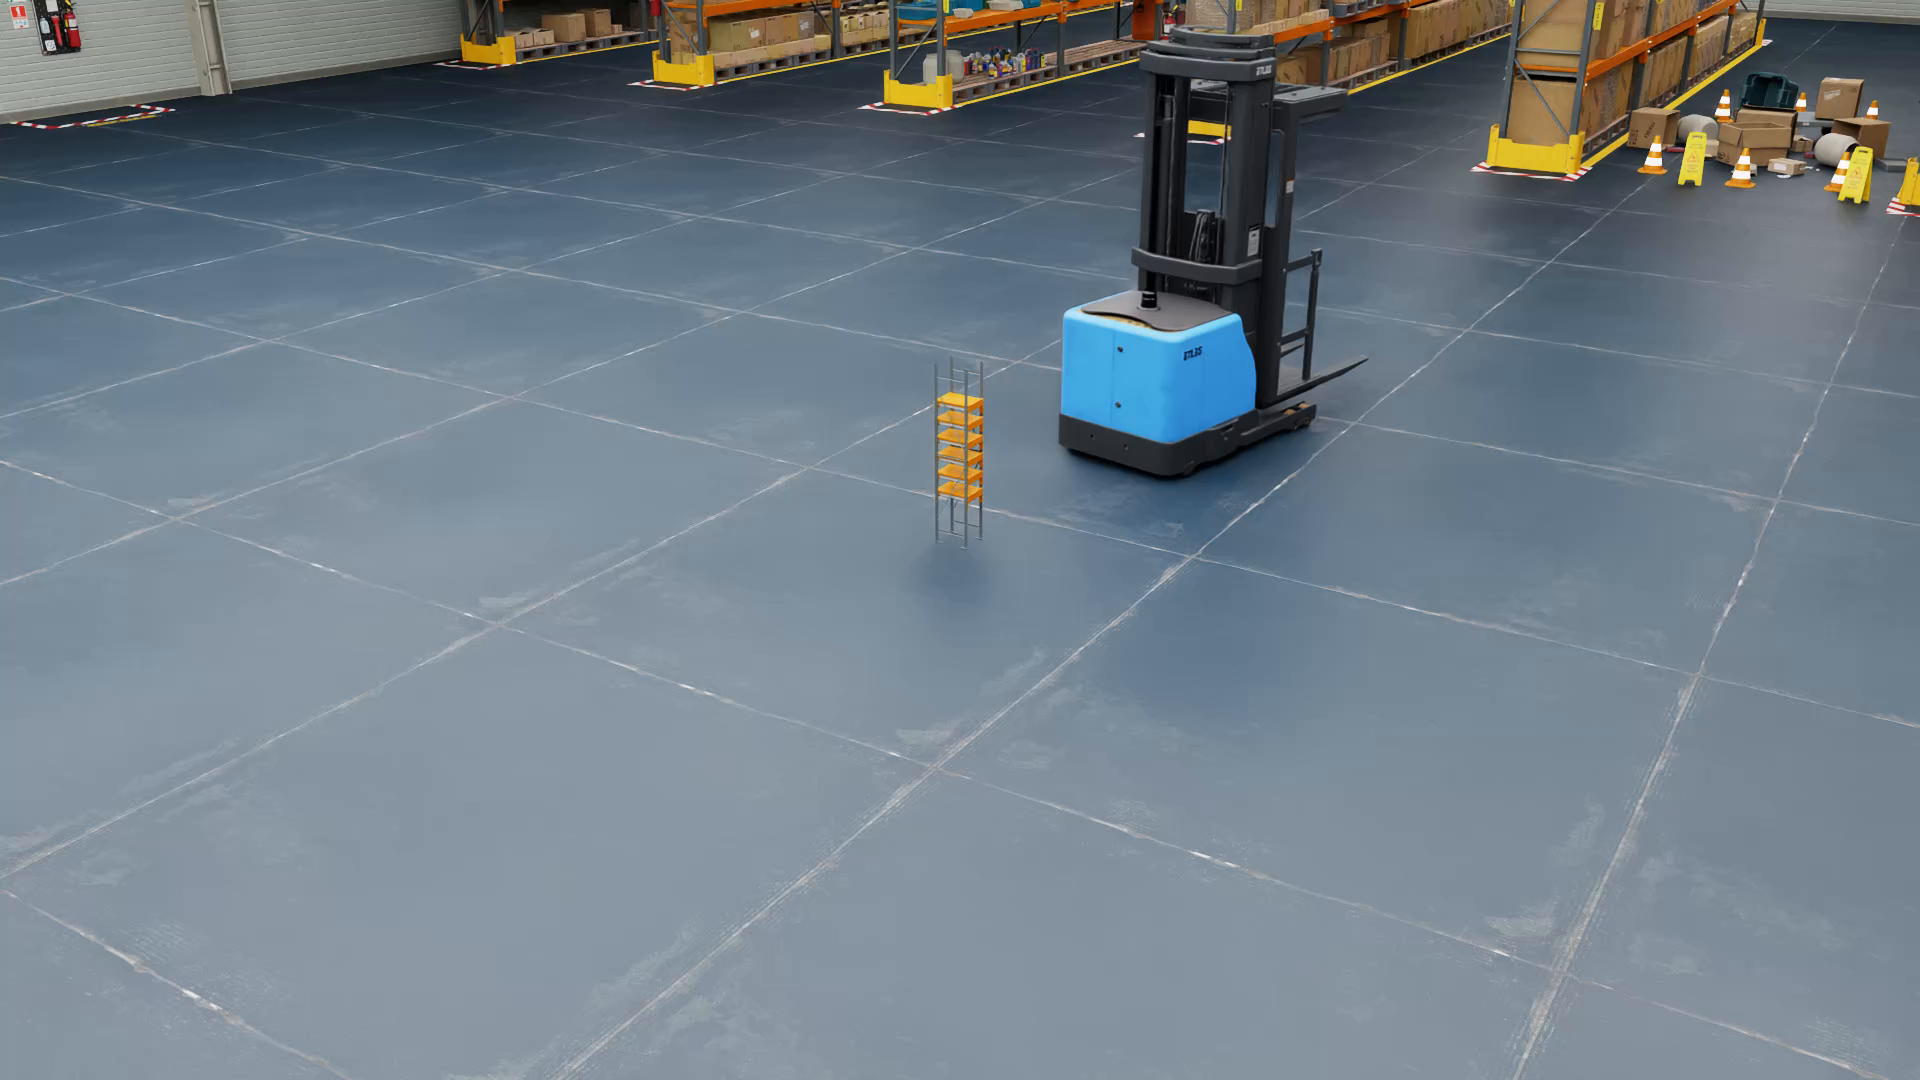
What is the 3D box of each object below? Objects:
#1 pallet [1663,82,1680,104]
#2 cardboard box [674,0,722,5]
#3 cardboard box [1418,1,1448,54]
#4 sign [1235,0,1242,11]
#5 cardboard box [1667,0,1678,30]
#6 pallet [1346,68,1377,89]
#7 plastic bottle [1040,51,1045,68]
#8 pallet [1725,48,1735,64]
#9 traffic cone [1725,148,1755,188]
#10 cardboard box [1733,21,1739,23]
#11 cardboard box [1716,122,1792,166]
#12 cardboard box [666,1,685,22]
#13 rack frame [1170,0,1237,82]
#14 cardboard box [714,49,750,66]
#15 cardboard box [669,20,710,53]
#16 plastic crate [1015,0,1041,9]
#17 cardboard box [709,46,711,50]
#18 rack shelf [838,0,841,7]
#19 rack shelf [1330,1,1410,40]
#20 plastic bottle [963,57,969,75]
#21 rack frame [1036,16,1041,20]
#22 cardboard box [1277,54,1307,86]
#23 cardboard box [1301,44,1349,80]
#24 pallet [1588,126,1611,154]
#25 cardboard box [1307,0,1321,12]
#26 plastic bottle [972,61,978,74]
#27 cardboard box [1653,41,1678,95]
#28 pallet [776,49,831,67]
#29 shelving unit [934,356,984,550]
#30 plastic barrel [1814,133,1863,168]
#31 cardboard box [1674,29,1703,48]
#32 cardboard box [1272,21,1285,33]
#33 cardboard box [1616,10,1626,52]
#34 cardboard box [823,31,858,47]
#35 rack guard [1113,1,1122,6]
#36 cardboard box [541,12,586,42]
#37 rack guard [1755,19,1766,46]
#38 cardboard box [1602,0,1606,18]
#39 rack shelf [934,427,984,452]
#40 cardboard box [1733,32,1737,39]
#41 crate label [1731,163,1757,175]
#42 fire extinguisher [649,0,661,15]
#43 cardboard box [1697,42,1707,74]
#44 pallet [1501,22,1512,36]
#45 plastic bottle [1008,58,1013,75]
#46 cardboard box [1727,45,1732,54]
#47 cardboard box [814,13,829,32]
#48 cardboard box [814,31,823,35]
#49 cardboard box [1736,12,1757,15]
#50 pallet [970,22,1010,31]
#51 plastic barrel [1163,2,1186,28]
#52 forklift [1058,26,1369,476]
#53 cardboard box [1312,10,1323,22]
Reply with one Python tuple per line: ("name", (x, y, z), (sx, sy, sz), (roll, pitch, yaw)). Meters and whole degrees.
("pallet", (11.424, -7.546, 27.915), (1.003, 0.211, 1.213), (14, 27, 29))
("cardboard box", (-4.634, -9.727, 29.318), (0.700, 0.500, 0.500), (14, 27, 29))
("cardboard box", (8.601, -9.895, 31.977), (1.225, 0.875, 0.875), (14, 27, 29))
("sign", (3.984, -7.733, 23.747), (0.100, 0.325, 0.005), (14, 27, 29))
("cardboard box", (10.831, -8.232, 25.863), (0.500, 0.500, 0.500), (14, 27, 29))
("pallet", (6.685, -8.196, 29.417), (1.003, 0.211, 1.213), (14, 27, 29))
("plastic bottle", (1.452, -8.561, 29.616), (0.061, 0.283, 0.133), (15, 28, 32))
("pallet", (14.338, -9.380, 32.153), (1.003, 0.211, 1.213), (14, 27, 29))
("traffic cone", (9.951, -4.742, 21.121), (0.336, 0.463, 0.334), (14, 27, 29))
("cardboard box", (15.054, -10.103, 32.624), (0.380, 0.149, 0.250), (13, 26, 27))
("cardboard box", (10.718, -5.350, 22.476), (0.797, 0.503, 0.637), (-3, 24, -7))
("cardboard box", (-6.387, -11.405, 35.912), (0.700, 0.500, 0.500), (13, 27, 28))
("rack frame", (3.523, -7.449, 24.182), (1.000, 3.000, 0.127), (14, 27, 29))
("cardboard box", (-4.159, -8.761, 30.145), (0.500, 0.250, 0.500), (14, 27, 29))
("cardboard box", (-4.861, -9.045, 29.856), (0.500, 0.500, 0.500), (14, 27, 29))
("plastic crate", (1.072, -9.339, 28.733), (0.499, 0.251, 0.616), (14, 27, 29))
("cardboard box", (-4.606, -8.872, 30.400), (0.500, 0.250, 0.500), (14, 27, 29))
("rack shelf", (-1.726, -11.221, 33.801), (1.077, 0.370, 4.000), (14, 27, 29))
("rack shelf", (6.688, -9.144, 29.003), (1.077, 0.370, 4.000), (14, 27, 29))
("plastic bottle", (0.068, -8.230, 28.861), (0.152, 0.276, 0.135), (14, 27, 29))
("rack frame", (1.439, -13.577, 38.336), (1.000, 3.000, 0.127), (14, 27, 29))
("cardboard box", (5.388, -7.718, 27.421), (0.500, 0.500, 0.500), (13, 27, 27))
("cardboard box", (6.243, -8.214, 28.541), (0.700, 0.500, 0.500), (14, 27, 29))
("pallet", (8.683, -5.792, 23.865), (1.003, 0.211, 1.213), (14, 27, 29))
("cardboard box", (5.343, -8.843, 26.901), (0.875, 0.500, 0.500), (14, 27, 29))
("plastic bottle", (0.257, -8.223, 28.938), (0.097, 0.201, 0.097), (0, 23, 0))
("cardboard box", (11.047, -7.754, 27.188), (1.050, 0.750, 0.750), (14, 27, 30))
("pallet", (-3.236, -9.337, 32.053), (1.003, 0.211, 1.213), (14, 27, 29))
("shelving unit", (-0.008, -0.546, 10.500), (0.258, 1.200, 0.189), (14, 27, 29))
("plastic barrel", (11.745, -5.205, 22.240), (0.421, 0.421, 0.512), (-7, 24, -17))
("cardboard box", (12.473, -8.648, 28.624), (0.500, 0.250, 0.500), (13, 26, 27))
("cardboard box", (4.750, -7.866, 25.461), (0.380, 0.149, 0.250), (14, 27, 29))
("cardboard box", (8.759, -7.120, 23.232), (0.875, 0.550, 0.500), (14, 27, 29))
("cardboard box", (-2.358, -9.892, 32.756), (0.500, 0.250, 0.500), (13, 27, 28))
("rack guard", (3.509, -13.754, 41.892), (1.175, 0.500, 0.348), (14, 27, 29))
("cardboard box", (-7.930, -10.262, 33.273), (0.700, 0.500, 0.500), (12, 26, 26))
("rack guard", (16.083, -10.603, 34.614), (1.175, 0.500, 0.348), (14, 27, 29))
("cardboard box", (8.124, -7.262, 22.202), (0.875, 0.550, 0.550), (14, 27, 29))
("rack shelf", (-0.008, -0.615, 10.470), (0.258, 0.103, 0.180), (14, 27, 29))
("cardboard box", (14.941, -9.875, 32.470), (0.380, 0.149, 0.250), (15, 28, 31))
("crate label", (10.313, -4.871, 21.828), (0.250, 0.136, 0.298), (1, 23, 2))
("fire extinguisher", (-5.348, -9.548, 29.128), (0.296, 0.674, 0.183), (14, 27, 29))
("cardboard box", (12.755, -8.477, 29.174), (0.500, 0.500, 0.500), (14, 27, 30))
("pallet", (11.608, -11.283, 36.549), (1.003, 0.211, 1.213), (14, 27, 29))
("plastic bottle", (0.877, -8.202, 28.800), (0.097, 0.271, 0.097), (0, 23, 0))
("cardboard box", (14.478, -9.366, 31.669), (0.380, 0.149, 0.250), (13, 26, 27))
("cardboard box", (-2.811, -10.262, 32.905), (0.500, 0.311, 0.500), (14, 27, 29))
("cardboard box", (-2.809, -10.008, 33.025), (0.500, 0.250, 0.500), (14, 27, 28))
("cardboard box", (16.059, -10.702, 34.006), (0.380, 0.149, 0.250), (14, 27, 30))
("pallet", (0.399, -11.601, 37.283), (1.003, 0.211, 1.213), (14, 27, 29))
("plastic barrel", (4.374, -10.823, 34.482), (0.600, 0.588, 0.708), (14, 27, 29))
("forklift", (2.092, -2.292, 12.356), (1.130, 2.935, 3.031), (20, 31, 39))
("cardboard box", (5.629, -8.468, 26.850), (0.380, 0.149, 0.250), (14, 27, 29))
